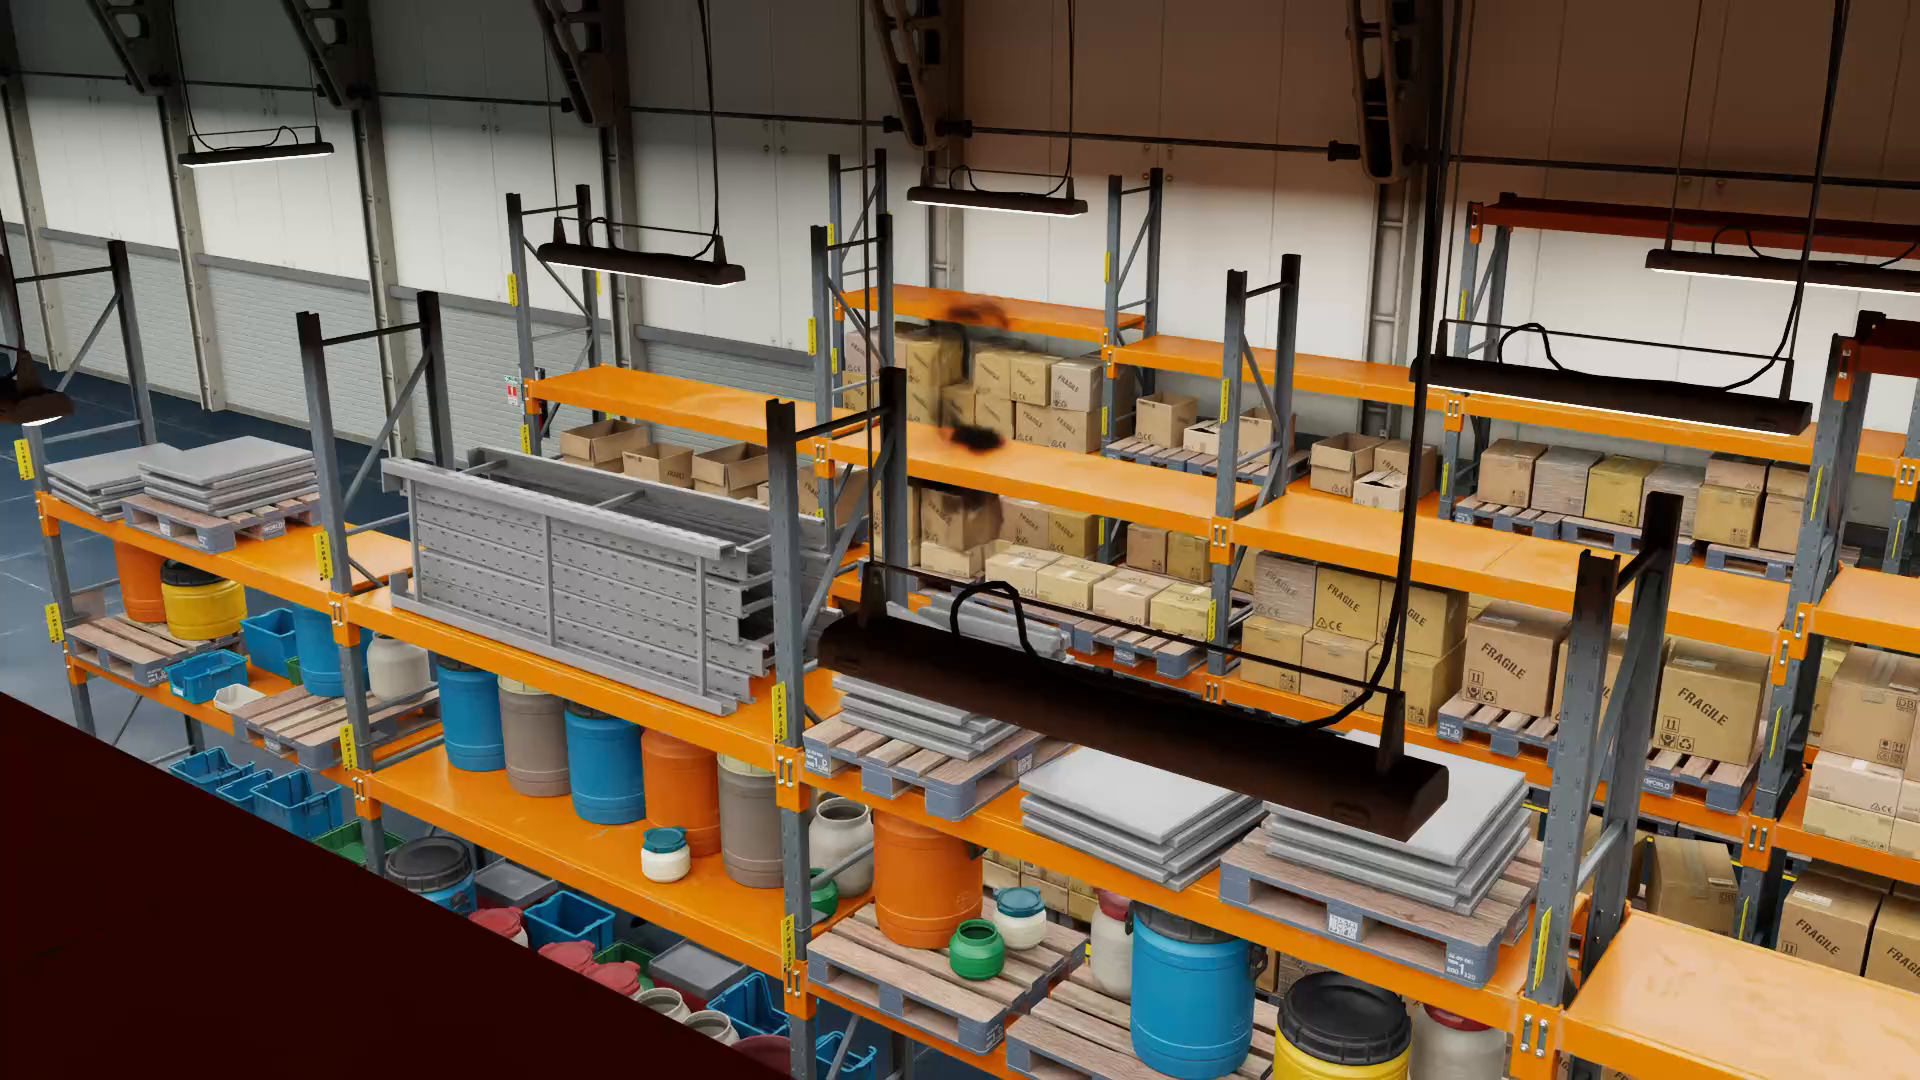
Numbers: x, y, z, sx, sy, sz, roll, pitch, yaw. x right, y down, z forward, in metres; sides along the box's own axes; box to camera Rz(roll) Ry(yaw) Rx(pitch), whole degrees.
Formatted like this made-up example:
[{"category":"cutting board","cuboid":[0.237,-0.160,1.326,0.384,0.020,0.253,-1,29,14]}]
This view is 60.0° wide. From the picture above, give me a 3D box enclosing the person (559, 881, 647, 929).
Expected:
[{"category":"person","cuboid":[-3.169,2.722,14.456,1.008,1.680,0.696,7,20,20]}]
